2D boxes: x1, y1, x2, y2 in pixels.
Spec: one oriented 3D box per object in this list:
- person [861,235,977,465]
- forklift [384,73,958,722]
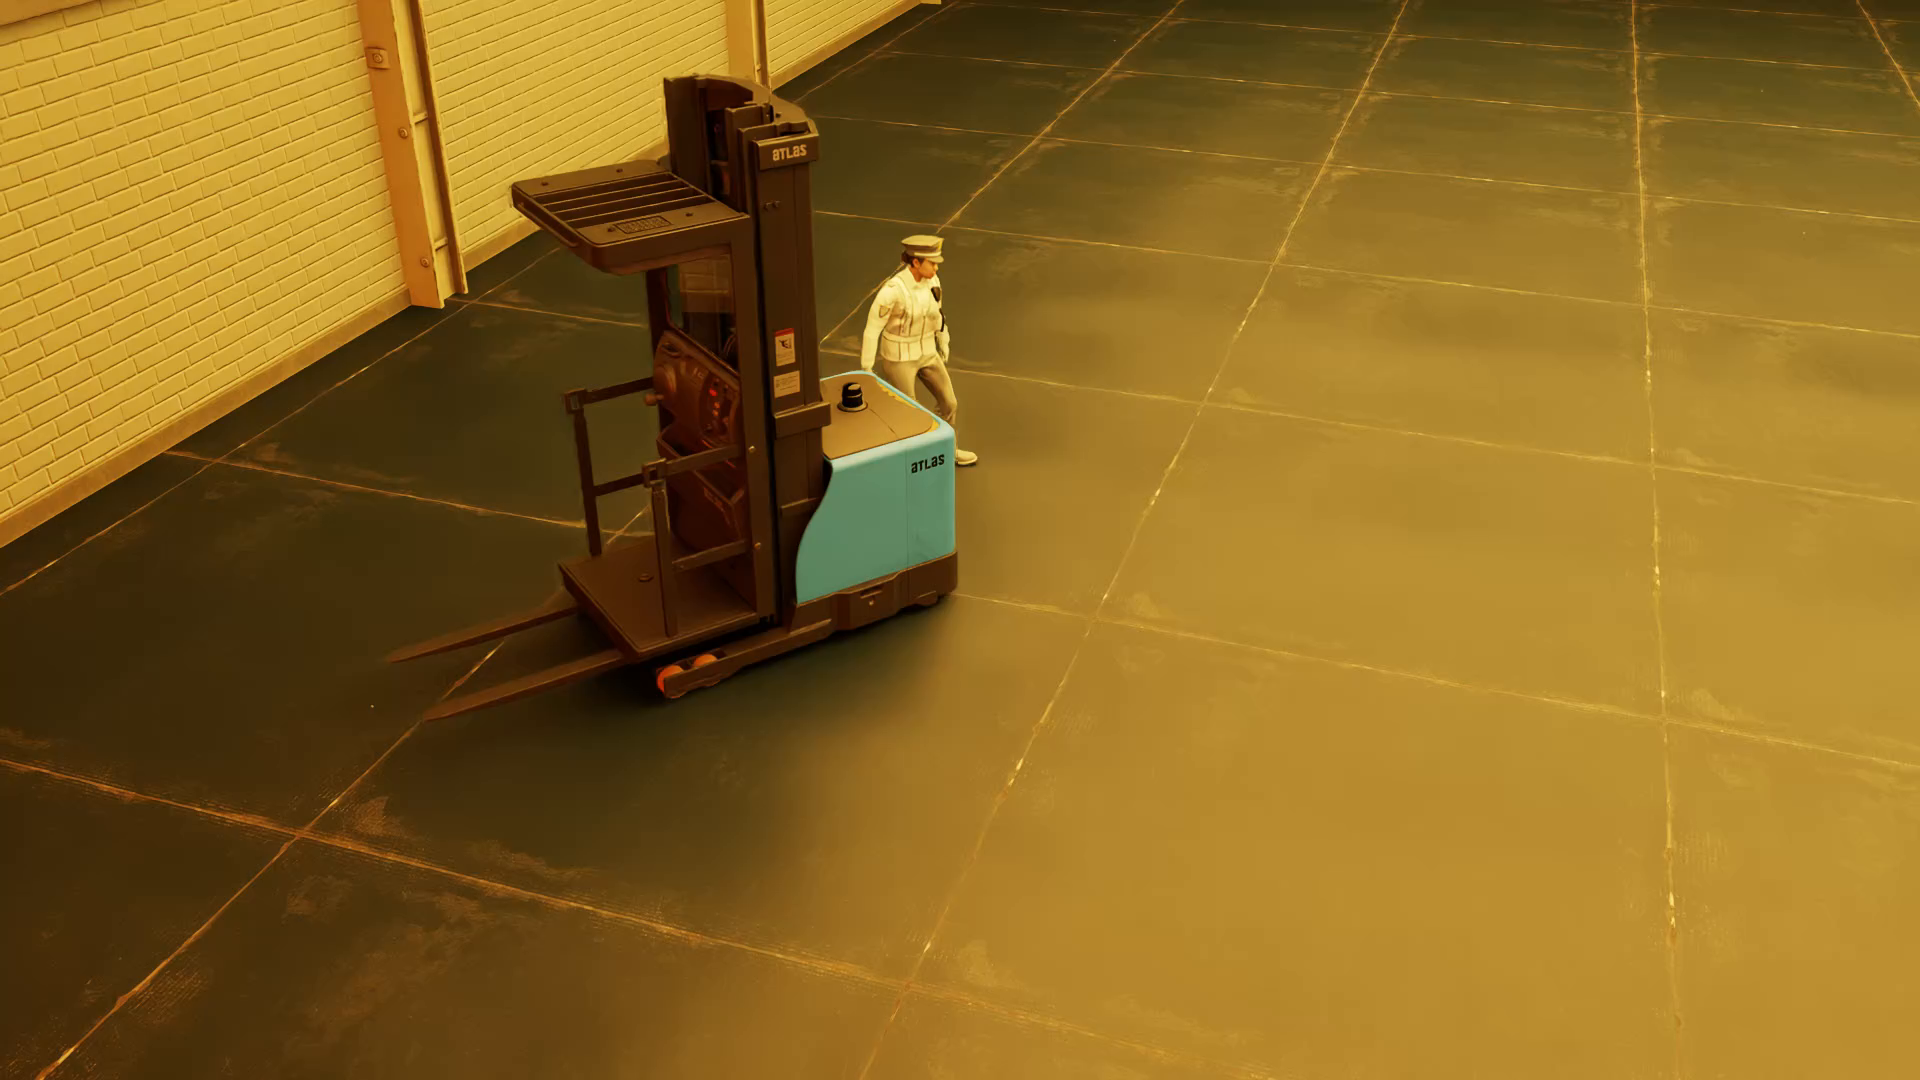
[{"bbox_3d":[-0.269,-1.144,10.468,0.793,1.638,0.389,-25,38,-37],"label":"person"},{"bbox_3d":[-1.526,-0.748,8.449,3.031,2.935,1.130,-18,34,-29],"label":"forklift"}]
